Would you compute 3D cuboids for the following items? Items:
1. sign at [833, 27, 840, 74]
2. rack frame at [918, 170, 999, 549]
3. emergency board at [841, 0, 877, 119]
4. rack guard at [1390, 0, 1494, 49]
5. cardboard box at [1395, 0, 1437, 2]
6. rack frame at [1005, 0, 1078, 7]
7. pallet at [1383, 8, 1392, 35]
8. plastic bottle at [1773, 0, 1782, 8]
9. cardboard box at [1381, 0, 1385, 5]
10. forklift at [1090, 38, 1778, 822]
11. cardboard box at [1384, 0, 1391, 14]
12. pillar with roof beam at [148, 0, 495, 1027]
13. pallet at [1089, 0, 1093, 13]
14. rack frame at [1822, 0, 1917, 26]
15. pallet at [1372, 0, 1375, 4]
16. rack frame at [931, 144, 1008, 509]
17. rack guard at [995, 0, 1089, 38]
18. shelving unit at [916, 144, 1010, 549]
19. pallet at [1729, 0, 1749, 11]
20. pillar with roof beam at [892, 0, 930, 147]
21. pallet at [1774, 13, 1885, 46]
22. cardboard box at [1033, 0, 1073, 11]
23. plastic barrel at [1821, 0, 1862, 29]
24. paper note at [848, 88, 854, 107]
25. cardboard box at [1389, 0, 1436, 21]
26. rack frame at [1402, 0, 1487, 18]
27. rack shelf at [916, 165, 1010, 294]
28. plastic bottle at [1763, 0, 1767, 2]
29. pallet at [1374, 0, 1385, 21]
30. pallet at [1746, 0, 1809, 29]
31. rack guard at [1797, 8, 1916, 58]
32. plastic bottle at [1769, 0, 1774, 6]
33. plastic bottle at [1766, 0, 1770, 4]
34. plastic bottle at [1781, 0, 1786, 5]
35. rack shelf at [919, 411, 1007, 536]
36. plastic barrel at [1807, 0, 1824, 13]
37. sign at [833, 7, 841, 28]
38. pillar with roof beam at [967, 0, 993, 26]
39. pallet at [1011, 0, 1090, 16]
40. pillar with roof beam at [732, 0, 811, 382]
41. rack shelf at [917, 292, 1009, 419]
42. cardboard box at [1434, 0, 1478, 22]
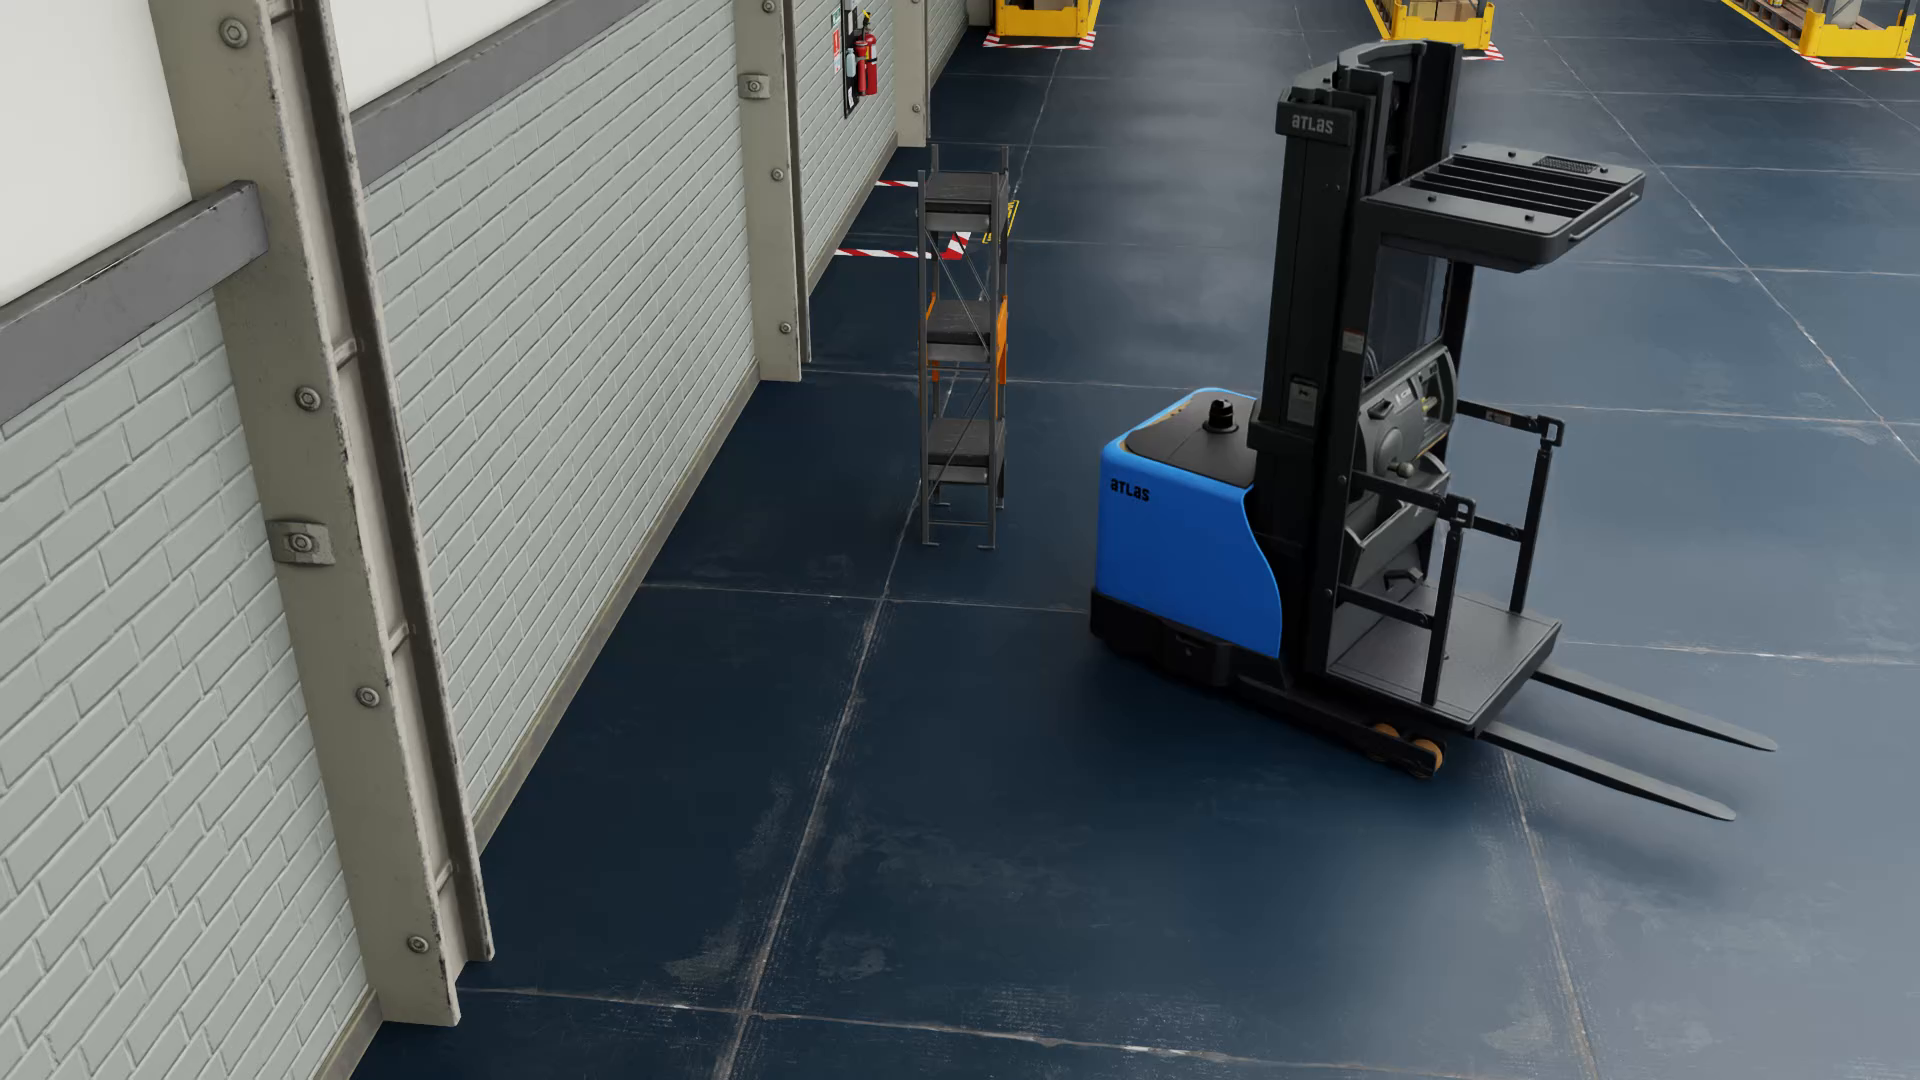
[{"bbox_3d":[-0.988,-3.917,13.321,0.001,0.329,0.234,3,28,6],"label":"sign"},{"bbox_3d":[-0.010,-0.887,8.683,0.400,2.100,0.015,3,28,6],"label":"rack frame"},{"bbox_3d":[-0.818,-4.156,13.801,0.194,1.169,0.643,3,28,6],"label":"emergency board"},{"bbox_3d":[5.945,-6.363,20.534,1.175,0.500,0.348,3,28,6],"label":"rack guard"},{"bbox_3d":[5.718,-7.049,20.838,0.500,0.500,0.500,3,28,6],"label":"cardboard box"},{"bbox_3d":[1.031,-7.761,20.494,1.000,3.000,0.127,3,28,6],"label":"rack frame"},{"bbox_3d":[6.000,-6.610,21.297,1.003,0.211,1.213,3,28,6],"label":"pallet"},{"bbox_3d":[10.653,-7.037,21.636,0.097,0.201,0.097,0,28,0],"label":"plastic bottle"},{"bbox_3d":[5.829,-7.191,21.891,0.500,0.250,0.500,3,28,6],"label":"cardboard box"},{"bbox_3d":[2.119,-0.531,7.146,3.031,2.935,1.130,20,34,33],"label":"forklift"},{"bbox_3d":[5.769,-6.955,21.454,0.500,0.250,0.500,3,28,6],"label":"cardboard box"},{"bbox_3d":[2.325,-2.059,3.584,9.100,9.000,0.400,3,28,6],"label":"pillar with roof beam"},{"bbox_3d":[1.327,-7.522,22.990,1.003,0.211,1.213,3,28,6],"label":"pallet"},{"bbox_3d":[10.863,-7.186,19.425,1.000,3.000,0.127,3,28,6],"label":"rack frame"},{"bbox_3d":[6.299,-7.759,23.429,1.003,0.211,1.213,3,28,6],"label":"pallet"},{"bbox_3d":[0.050,-1.117,9.110,0.400,2.100,0.015,3,28,6],"label":"rack frame"},{"bbox_3d":[1.040,-6.697,21.153,1.175,0.500,0.348,3,28,6],"label":"rack guard"},{"bbox_3d":[0.020,-1.002,8.897,0.431,2.100,0.503,3,28,6],"label":"shelving unit"},{"bbox_3d":[11.230,-7.527,22.999,1.003,0.211,1.213,3,28,6],"label":"pallet"},{"bbox_3d":[3.795,-7.708,14.069,9.100,9.000,0.400,3,28,6],"label":"pillar with roof beam"},{"bbox_3d":[10.931,-6.378,20.867,1.003,0.211,1.213,3,28,6],"label":"pallet"},{"bbox_3d":[1.205,-7.092,21.622,0.500,0.311,0.500,0,28,0],"label":"cardboard box"},{"bbox_3d":[10.868,-6.589,20.499,0.421,0.512,0.421,0,28,0],"label":"plastic barrel"},{"bbox_3d":[-0.908,-3.689,13.863,0.016,0.148,0.142,3,28,6],"label":"paper note"},{"bbox_3d":[5.720,-6.719,21.016,0.500,0.250,0.500,3,28,6],"label":"cardboard box"},{"bbox_3d":[5.948,-7.475,19.963,1.000,3.000,0.127,3,28,6],"label":"rack frame"},{"bbox_3d":[0.020,-1.607,8.571,0.431,0.518,0.480,3,28,6],"label":"rack shelf"},{"bbox_3d":[10.728,-7.252,21.957,0.152,0.276,0.135,3,28,5],"label":"plastic bottle"},{"bbox_3d":[6.152,-7.183,22.360,1.003,0.211,1.213,3,28,6],"label":"pallet"},{"bbox_3d":[11.083,-6.951,21.930,1.003,0.211,1.213,3,28,6],"label":"pallet"},{"bbox_3d":[10.826,-6.124,20.089,1.175,0.500,0.348,3,28,6],"label":"rack guard"},{"bbox_3d":[10.649,-7.129,21.721,0.061,0.283,0.133,4,29,7],"label":"plastic bottle"},{"bbox_3d":[10.711,-7.187,21.836,0.152,0.276,0.135,4,29,7],"label":"plastic bottle"},{"bbox_3d":[10.817,-7.184,21.823,0.061,0.283,0.133,3,28,6],"label":"plastic bottle"},{"bbox_3d":[0.020,-0.374,9.235,0.431,0.518,0.480,3,28,6],"label":"rack shelf"},{"bbox_3d":[10.929,-6.825,20.937,0.421,0.512,0.421,0,28,0],"label":"plastic barrel"},{"bbox_3d":[-0.978,-4.152,13.198,0.001,0.109,0.331,3,28,6],"label":"sign"},{"bbox_3d":[4.531,-10.532,19.311,9.100,9.000,0.400,3,28,6],"label":"pillar with roof beam"},{"bbox_3d":[1.175,-6.950,21.927,1.003,0.211,1.213,3,28,6],"label":"pallet"},{"bbox_3d":[3.060,-4.883,8.827,9.100,9.000,0.400,3,28,6],"label":"pillar with roof beam"},{"bbox_3d":[0.020,-0.990,8.903,0.431,0.518,0.480,3,28,6],"label":"rack shelf"},{"bbox_3d":[6.234,-6.689,20.960,0.500,0.250,0.500,3,28,6],"label":"cardboard box"}]
